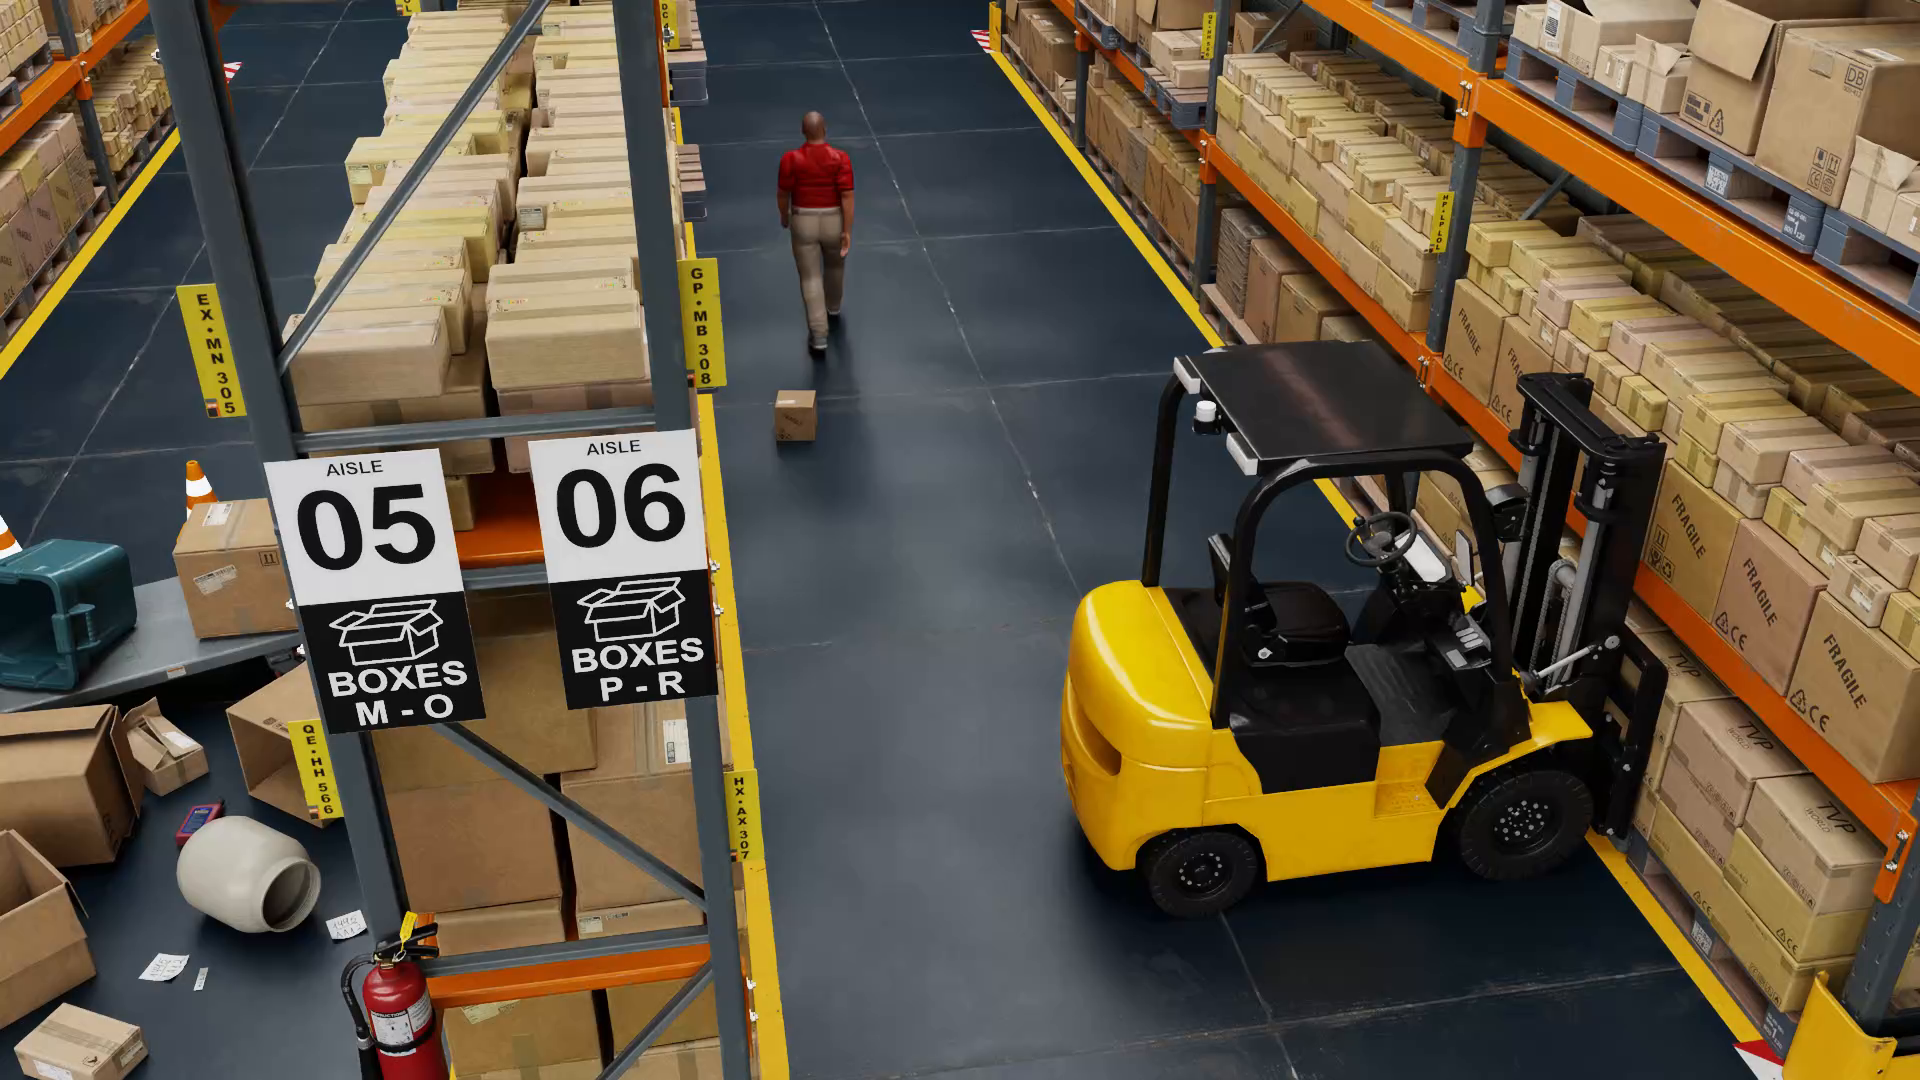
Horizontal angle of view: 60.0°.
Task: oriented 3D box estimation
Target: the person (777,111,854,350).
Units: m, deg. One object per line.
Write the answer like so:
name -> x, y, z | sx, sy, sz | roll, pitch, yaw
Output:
person -> -1.052, -2.319, 12.072 | 0.540, 1.659, 1.032 | -5, 31, -9
